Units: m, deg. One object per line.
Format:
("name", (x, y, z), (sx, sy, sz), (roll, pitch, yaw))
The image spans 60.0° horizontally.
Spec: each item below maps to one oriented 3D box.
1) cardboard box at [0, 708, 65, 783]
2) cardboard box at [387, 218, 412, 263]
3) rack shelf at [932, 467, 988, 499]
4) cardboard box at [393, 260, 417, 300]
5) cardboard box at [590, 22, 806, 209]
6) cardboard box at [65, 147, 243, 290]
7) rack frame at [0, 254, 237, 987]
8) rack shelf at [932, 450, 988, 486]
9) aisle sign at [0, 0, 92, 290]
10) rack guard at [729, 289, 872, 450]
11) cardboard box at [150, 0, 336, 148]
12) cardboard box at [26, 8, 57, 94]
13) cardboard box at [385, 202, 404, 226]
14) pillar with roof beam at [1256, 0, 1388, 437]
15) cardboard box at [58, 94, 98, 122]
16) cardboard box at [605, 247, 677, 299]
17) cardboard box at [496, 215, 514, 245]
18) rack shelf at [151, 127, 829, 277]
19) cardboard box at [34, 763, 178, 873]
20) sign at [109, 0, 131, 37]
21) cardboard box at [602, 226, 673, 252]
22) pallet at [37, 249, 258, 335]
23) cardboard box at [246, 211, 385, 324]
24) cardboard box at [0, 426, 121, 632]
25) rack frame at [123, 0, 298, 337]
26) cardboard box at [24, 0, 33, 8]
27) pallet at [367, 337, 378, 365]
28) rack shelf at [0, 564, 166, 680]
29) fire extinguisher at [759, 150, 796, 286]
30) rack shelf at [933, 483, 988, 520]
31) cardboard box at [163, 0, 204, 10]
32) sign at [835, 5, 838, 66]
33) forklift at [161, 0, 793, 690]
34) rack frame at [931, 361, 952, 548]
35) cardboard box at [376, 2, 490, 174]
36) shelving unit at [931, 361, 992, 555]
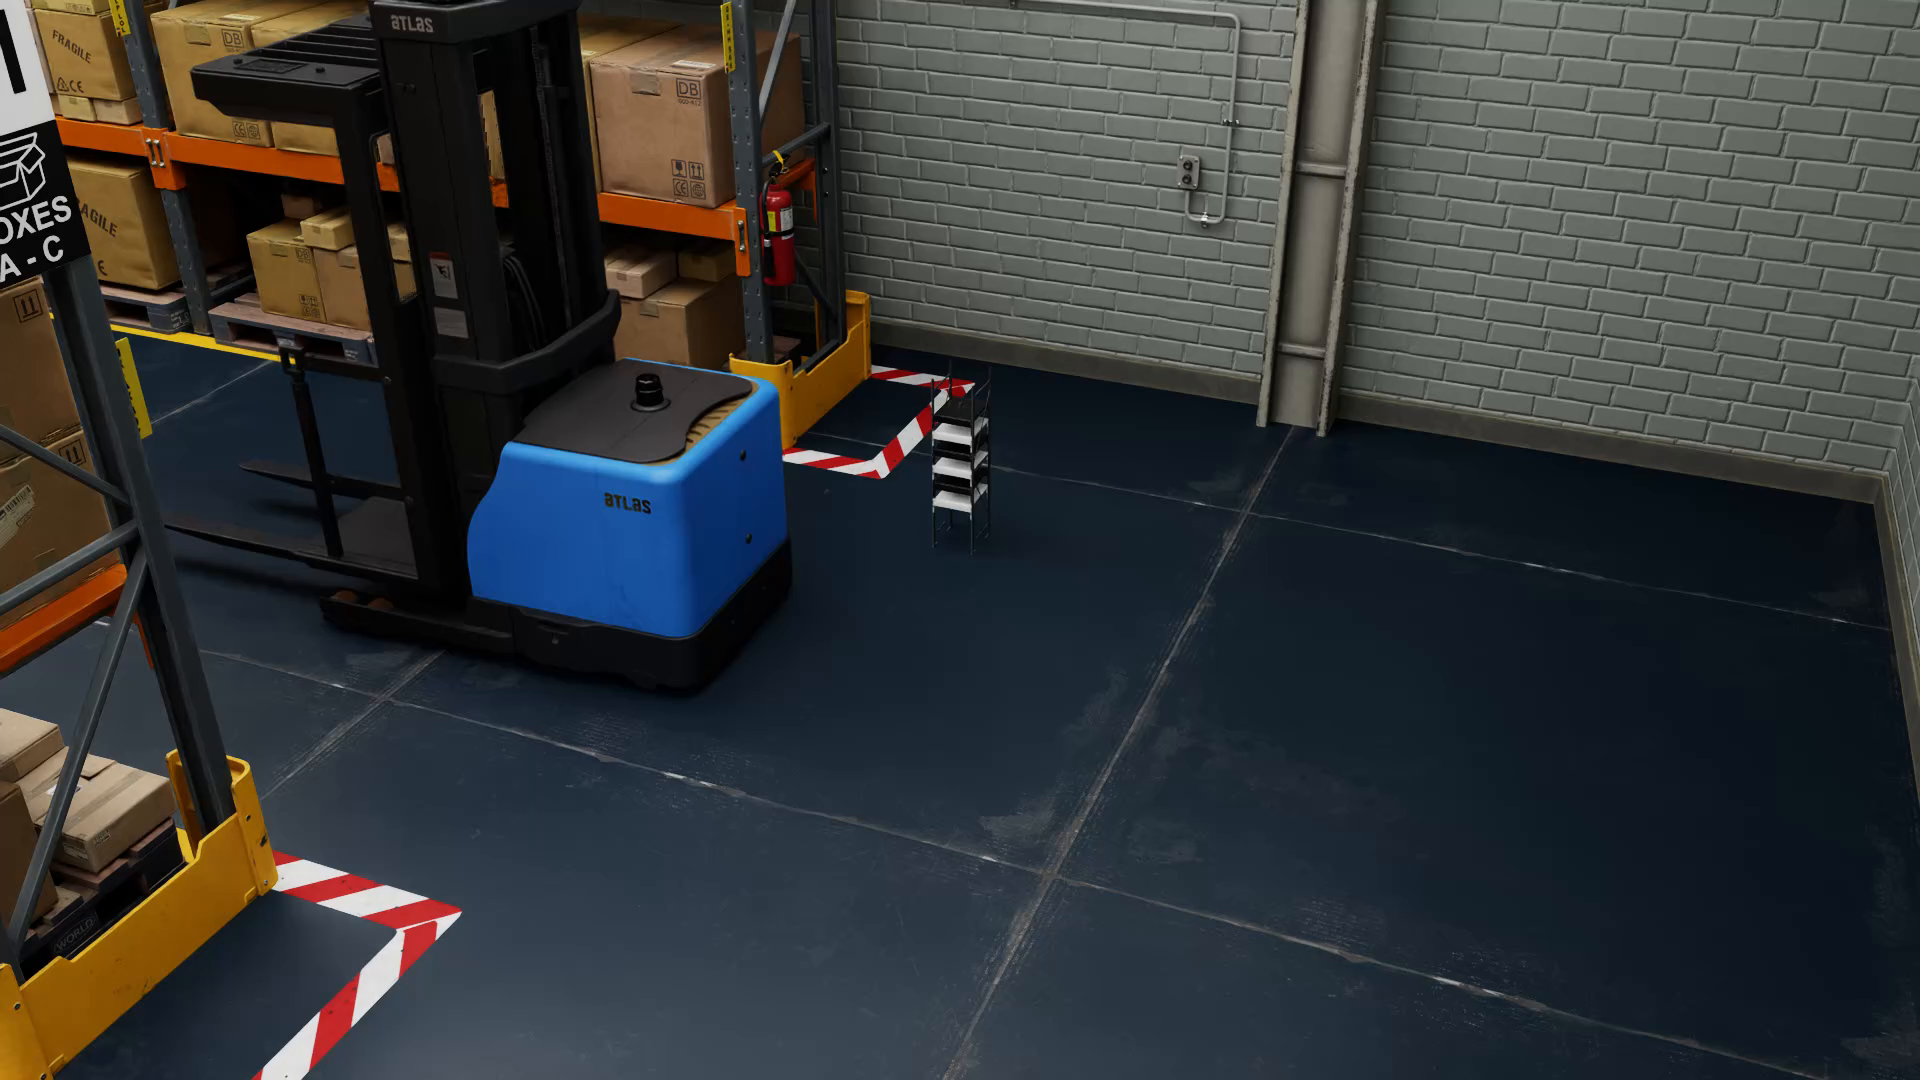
("cardboard box", (-3.633, 0.851, 6.044), (0.500, 0.250, 0.500), (11, 31, 19))
("cardboard box", (-3.233, -1.781, 9.806), (0.250, 0.149, 0.380), (10, 31, 18))
("rack shelf", (0.008, -0.283, 8.087), (0.200, 0.077, 0.258), (11, 31, 19))
("cardboard box", (-3.027, -1.551, 10.059), (0.500, 0.500, 0.700), (12, 32, 20))
("cardboard box", (-1.390, -2.312, 8.987), (0.700, 0.700, 0.980), (13, 32, 21))
("cardboard box", (-5.271, -2.140, 10.745), (0.750, 0.750, 0.750), (12, 32, 20))
("rack frame", (-2.773, 0.168, 4.905), (0.127, 3.000, 1.000), (11, 31, 19))
("rack shelf", (0.008, -0.361, 8.042), (0.200, 0.077, 0.258), (11, 31, 19))
("aisle sign", (-2.599, -1.085, 4.480), (0.004, 0.787, 0.394), (11, 31, 19))
("rack guard", (-0.891, -0.999, 9.509), (0.348, 0.500, 1.175), (11, 31, 19))
("cardboard box", (-4.124, -2.855, 9.947), (0.700, 0.700, 0.980), (12, 32, 20))
("cardboard box", (-5.619, -3.074, 10.216), (0.500, 0.500, 0.500), (12, 31, 20))
("cardboard box", (-3.292, -1.996, 10.187), (0.250, 0.149, 0.380), (10, 31, 18))
("pillar with roof beam", (0.295, -2.635, 3.767), (0.400, 9.000, 9.100), (11, 31, 19))
("cardboard box", (-5.283, -2.700, 10.214), (0.250, 0.149, 0.380), (12, 32, 20))
("cardboard box", (-1.787, -1.493, 9.298), (0.250, 0.149, 0.380), (11, 31, 19))
("cardboard box", (-2.584, -1.854, 9.937), (0.250, 0.149, 0.380), (12, 31, 20))
("rack shelf", (-2.767, -2.149, 9.734), (4.000, 0.370, 1.077), (11, 31, 19))
("cardboard box", (-3.031, 0.983, 5.913), (0.250, 0.149, 0.380), (11, 31, 19))
("sign", (-4.815, -3.052, 9.505), (0.005, 0.325, 0.100), (11, 31, 19))
("cardboard box", (-1.879, -1.714, 9.688), (0.250, 0.149, 0.380), (11, 31, 19))
("pallet", (-5.364, -1.726, 11.089), (1.213, 0.211, 1.003), (11, 31, 19))
("cardboard box", (-3.966, -1.741, 10.396), (0.500, 0.500, 0.700), (12, 32, 20))
("cardboard box", (-3.085, -0.078, 5.238), (0.500, 0.500, 0.500), (12, 32, 20))
("rack frame", (-4.620, -2.832, 10.212), (0.127, 3.000, 1.000), (11, 31, 19))
("cardboard box", (-5.619, -3.409, 10.046), (0.500, 0.250, 0.500), (12, 32, 20))
("pallet", (-2.811, -1.216, 10.188), (1.213, 0.211, 1.003), (11, 31, 19))
("rack shelf", (-4.626, 0.111, 5.737), (4.000, 0.370, 1.077), (11, 31, 19))
("fire extinguisher", (-0.947, -1.657, 8.591), (0.183, 0.674, 0.296), (11, 31, 19))
("rack shelf", (0.008, -0.205, 8.131), (0.200, 0.077, 0.258), (11, 31, 19))
("cardboard box", (-4.952, -3.213, 10.463), (0.500, 0.500, 0.500), (10, 31, 17))
("sign", (-0.699, -2.755, 9.116), (0.005, 0.325, 0.100), (11, 31, 19))
("forklift", (-2.354, -1.076, 7.176), (3.031, 2.935, 1.130), (10, 31, 18))
("rack frame", (-0.087, -0.409, 8.059), (0.006, 0.900, 0.240), (11, 31, 19))
("cardboard box", (-2.771, -2.587, 9.473), (0.700, 0.700, 0.980), (10, 31, 17))
("shelving unit", (0.008, -0.390, 8.026), (0.210, 0.900, 0.258), (11, 31, 19))
